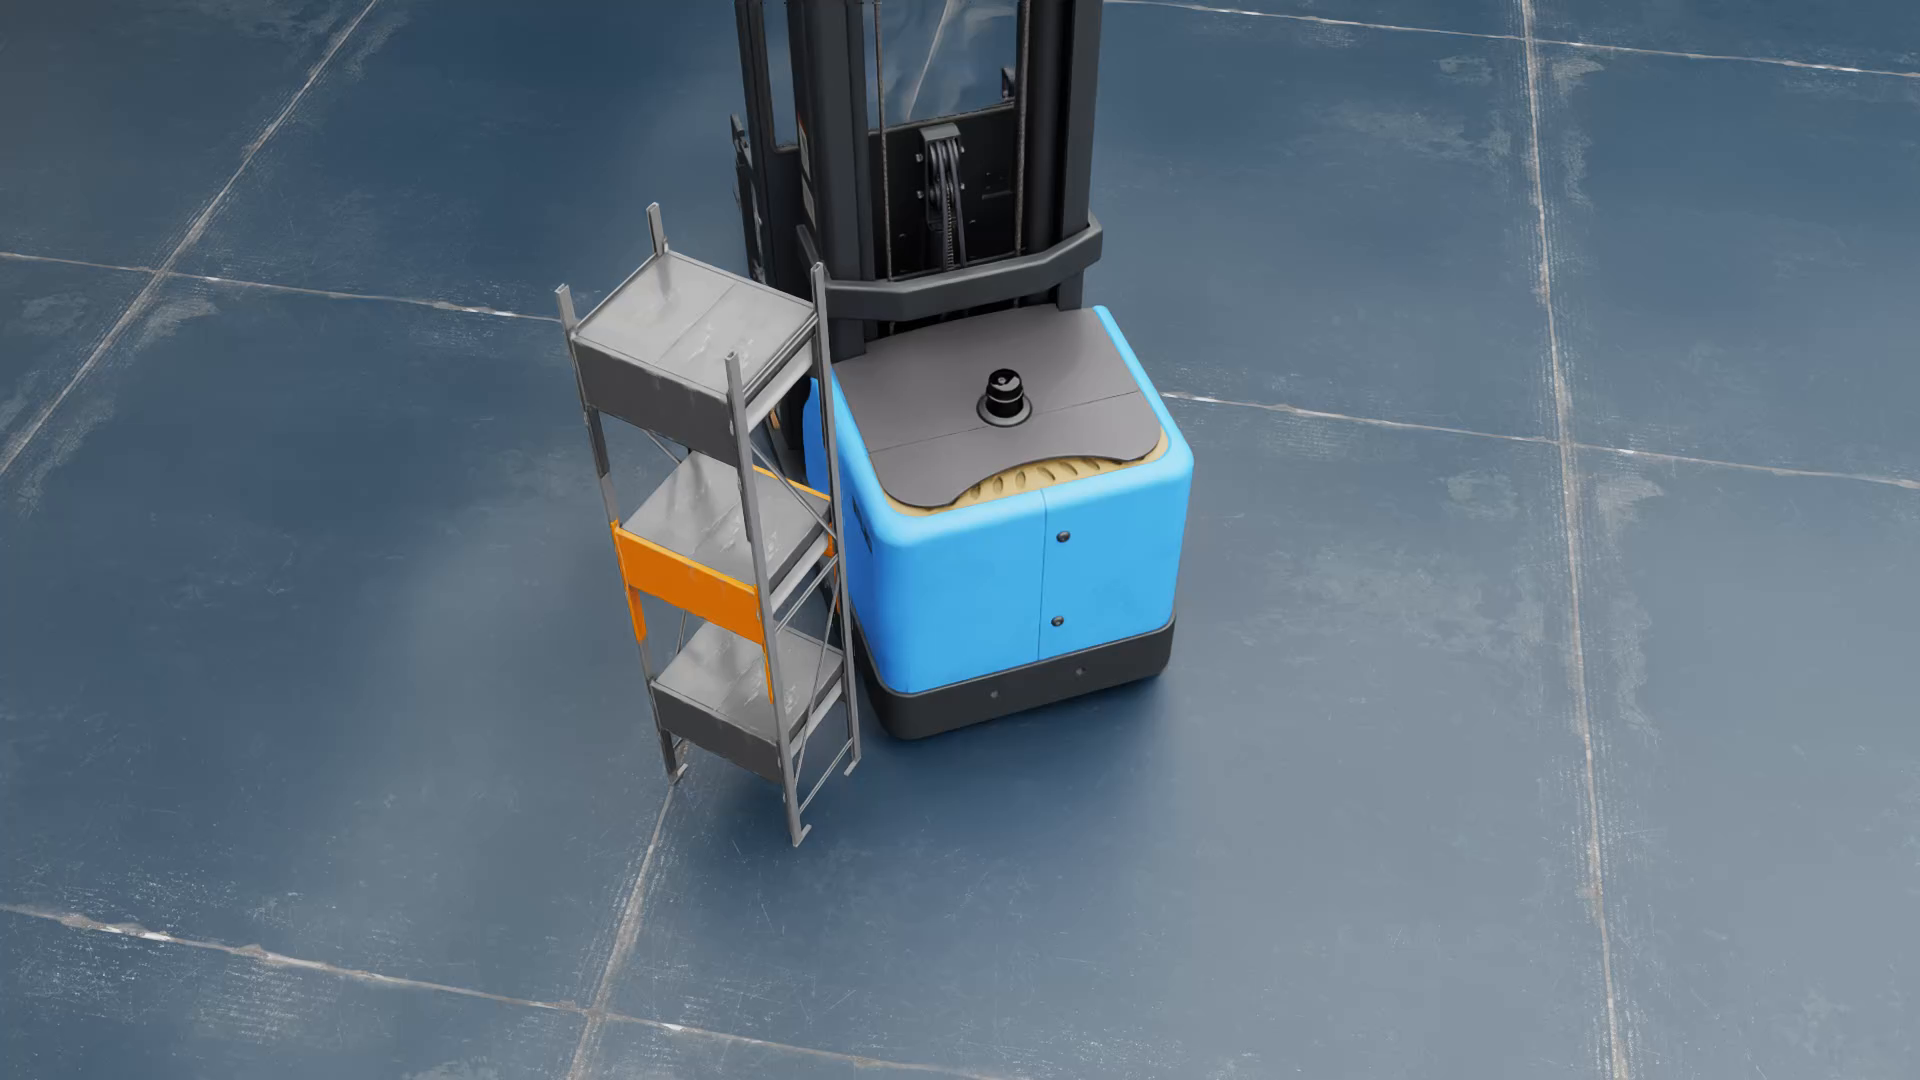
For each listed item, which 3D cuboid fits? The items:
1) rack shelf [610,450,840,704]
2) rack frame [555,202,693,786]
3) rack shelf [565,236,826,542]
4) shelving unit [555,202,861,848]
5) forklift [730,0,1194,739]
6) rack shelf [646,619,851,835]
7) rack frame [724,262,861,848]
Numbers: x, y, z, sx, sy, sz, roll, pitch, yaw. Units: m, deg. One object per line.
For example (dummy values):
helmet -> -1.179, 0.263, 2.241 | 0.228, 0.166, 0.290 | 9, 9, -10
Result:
rack shelf -> -0.649, 0.080, 4.785 | 0.480, 0.518, 0.431 | 22, 52, 19
rack frame -> -0.862, -0.017, 4.854 | 0.015, 2.100, 0.400 | 22, 52, 19
rack shelf -> -0.649, -0.388, 4.264 | 0.480, 0.518, 0.431 | 22, 52, 19
shelving unit -> -0.649, 0.071, 4.775 | 0.503, 2.100, 0.431 | 22, 52, 19
forklift -> -0.212, -1.436, 5.569 | 1.130, 2.935, 3.031 | -14, 50, -12
rack shelf -> -0.649, 0.548, 5.306 | 0.480, 0.518, 0.431 | 22, 52, 19
rack frame -> -0.435, 0.159, 4.696 | 0.015, 2.100, 0.400 | 22, 52, 19
